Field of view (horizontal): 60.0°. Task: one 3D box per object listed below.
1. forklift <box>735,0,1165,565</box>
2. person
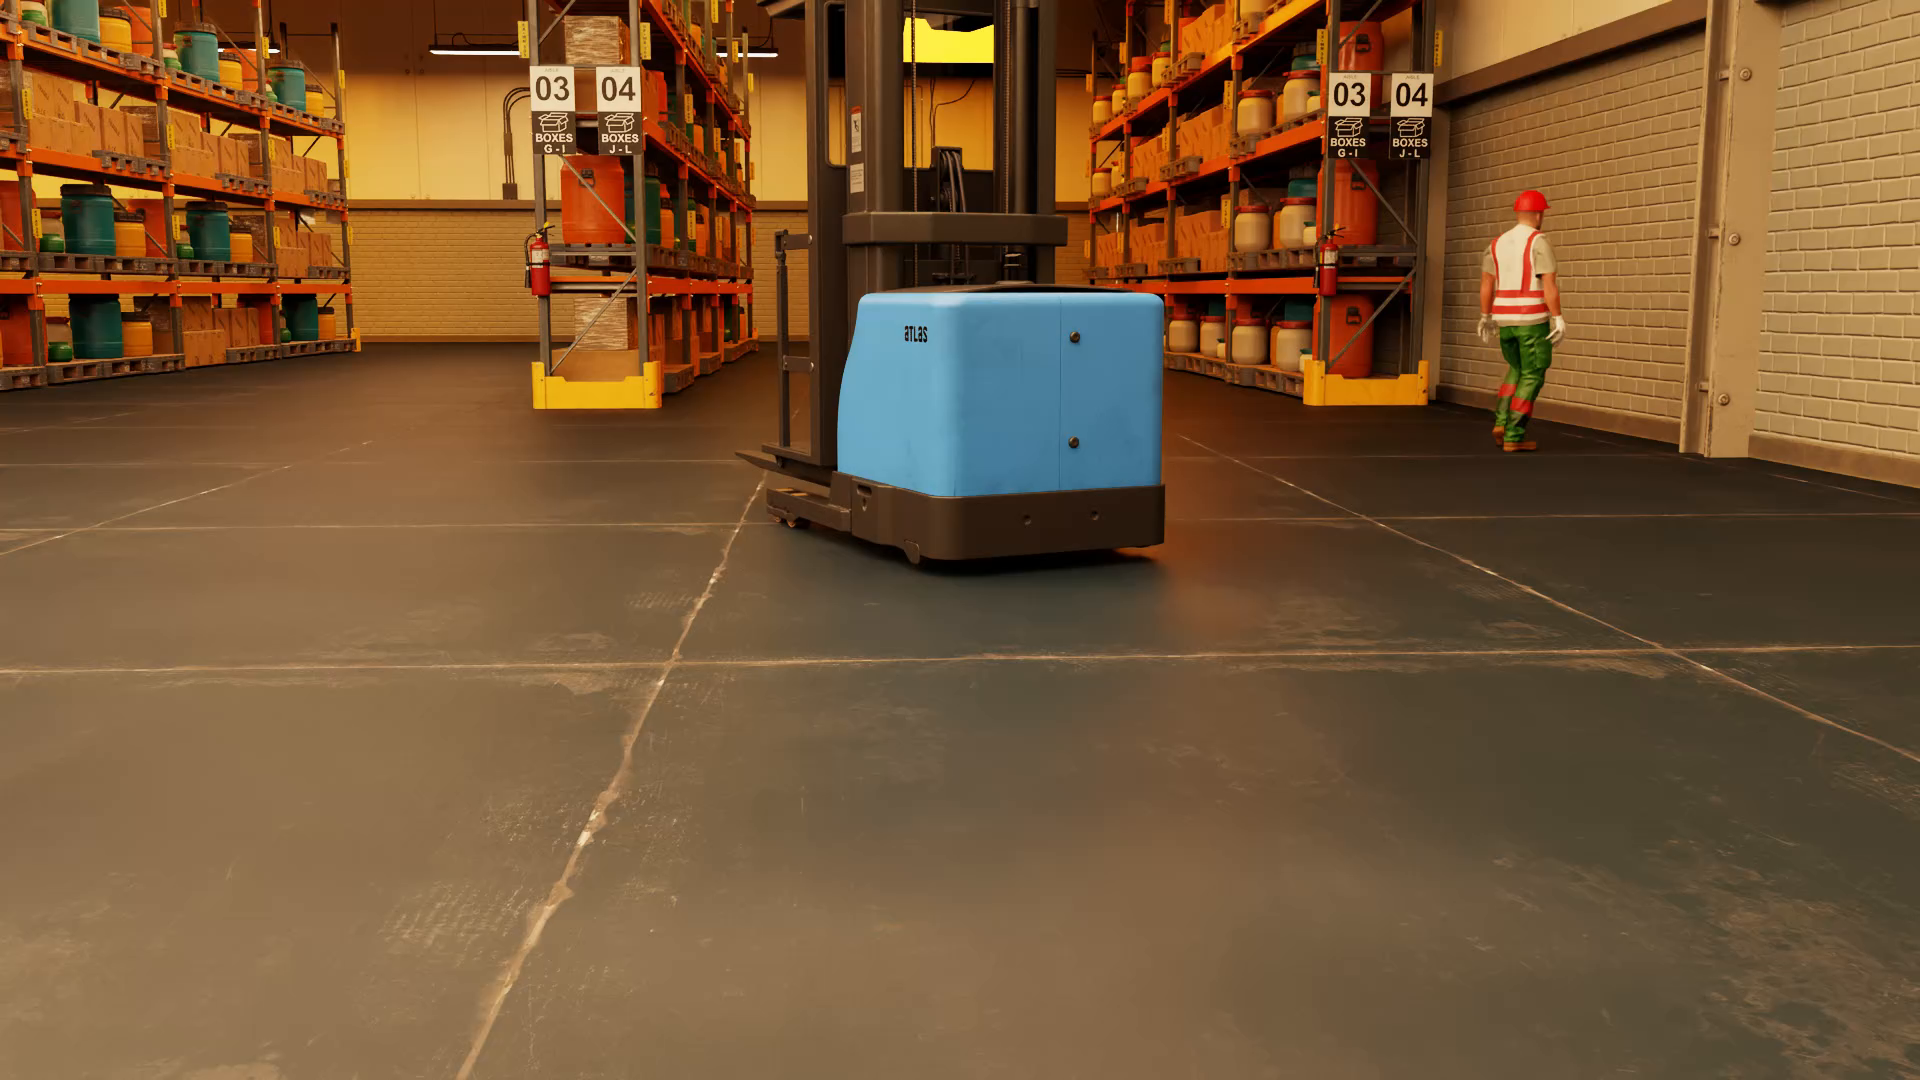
[{"bbox_3d":[-0.264,-1.530,7.637,1.130,2.935,3.031,-4,9,-25],"label":"forklift"},{"bbox_3d":[3.897,-1.486,11.437,0.486,1.803,0.657,-5,10,-31],"label":"person"}]
